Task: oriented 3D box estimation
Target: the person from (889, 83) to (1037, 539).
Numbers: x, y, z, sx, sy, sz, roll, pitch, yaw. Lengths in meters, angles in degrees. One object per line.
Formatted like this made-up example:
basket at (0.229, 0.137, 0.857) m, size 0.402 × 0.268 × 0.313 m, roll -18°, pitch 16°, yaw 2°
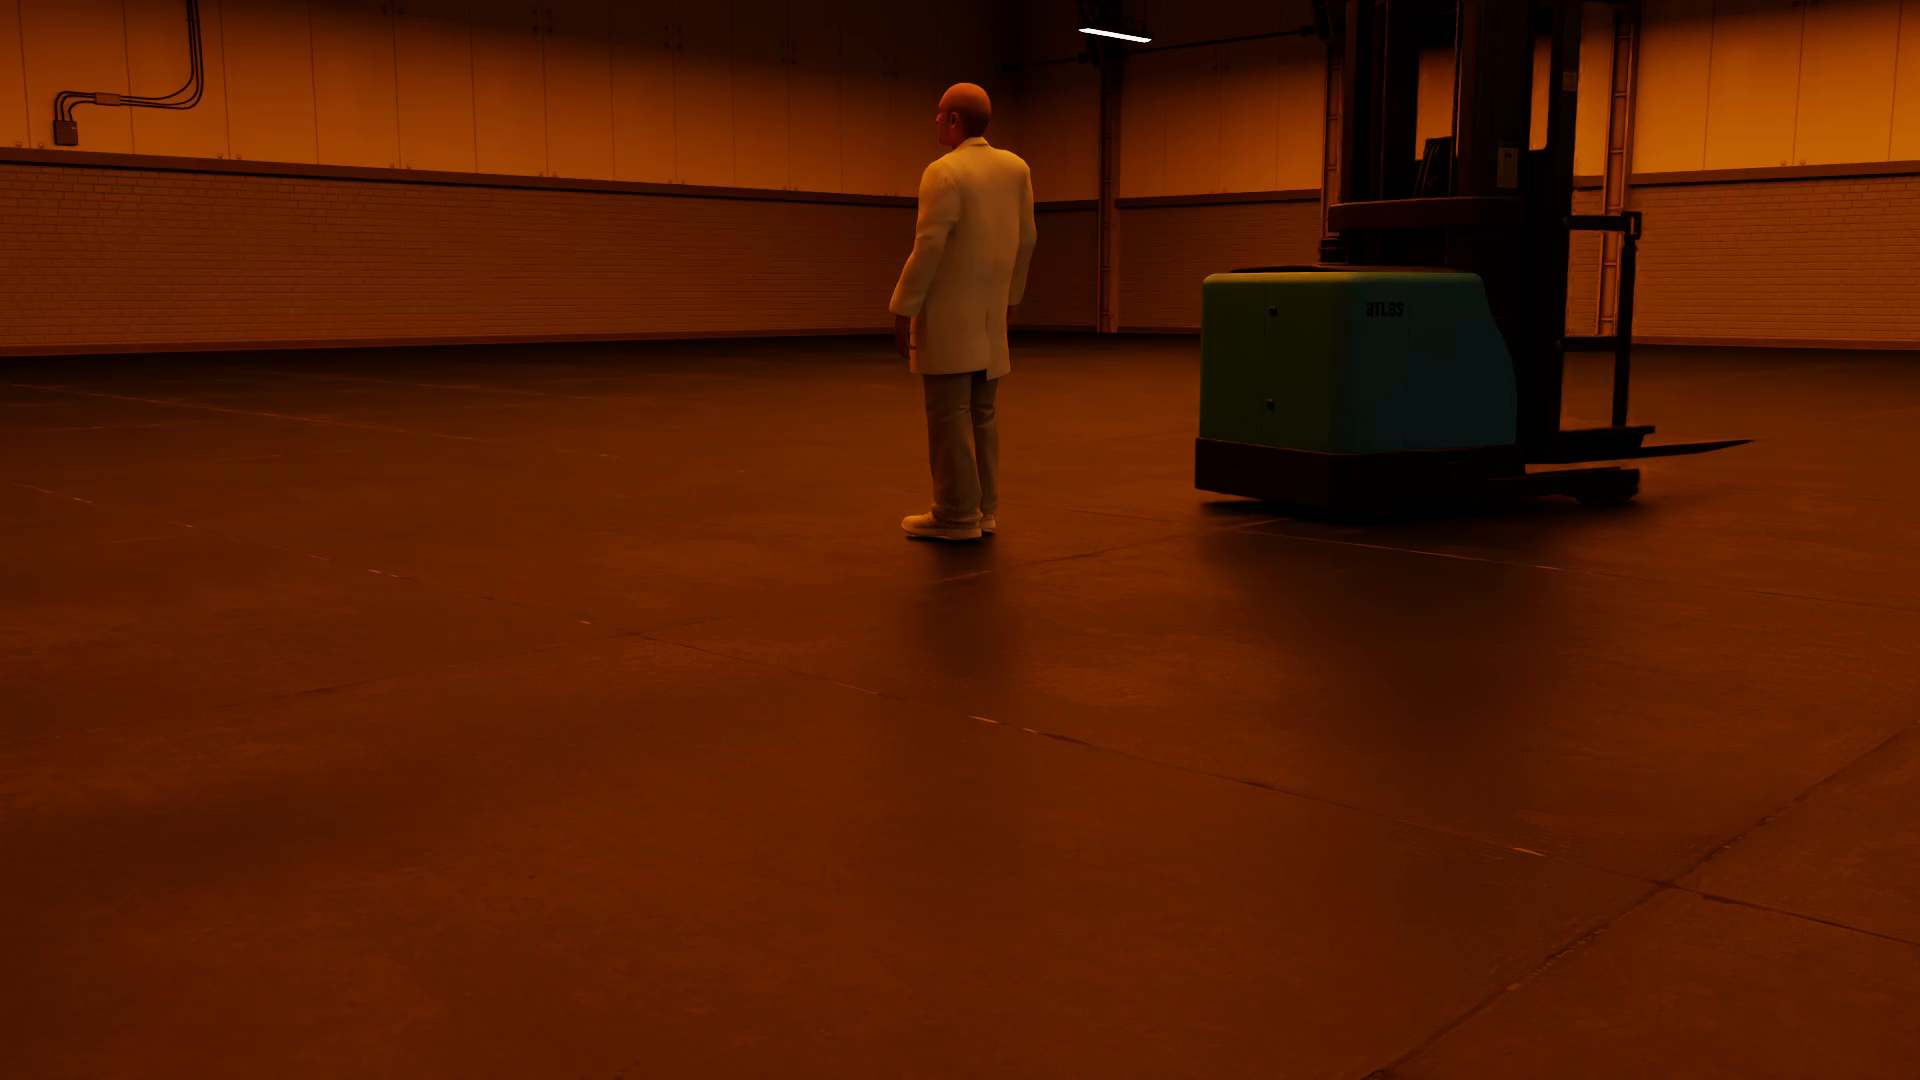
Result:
person at (-0.064, -0.896, 6.651) m, size 0.575 × 1.776 × 0.696 m, roll 8°, pitch 12°, yaw 43°

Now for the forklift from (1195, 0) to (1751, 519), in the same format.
forklift at (2.645, -1.676, 8.005) m, size 3.031 × 2.935 × 1.130 m, roll -5°, pitch 10°, yaw -30°
